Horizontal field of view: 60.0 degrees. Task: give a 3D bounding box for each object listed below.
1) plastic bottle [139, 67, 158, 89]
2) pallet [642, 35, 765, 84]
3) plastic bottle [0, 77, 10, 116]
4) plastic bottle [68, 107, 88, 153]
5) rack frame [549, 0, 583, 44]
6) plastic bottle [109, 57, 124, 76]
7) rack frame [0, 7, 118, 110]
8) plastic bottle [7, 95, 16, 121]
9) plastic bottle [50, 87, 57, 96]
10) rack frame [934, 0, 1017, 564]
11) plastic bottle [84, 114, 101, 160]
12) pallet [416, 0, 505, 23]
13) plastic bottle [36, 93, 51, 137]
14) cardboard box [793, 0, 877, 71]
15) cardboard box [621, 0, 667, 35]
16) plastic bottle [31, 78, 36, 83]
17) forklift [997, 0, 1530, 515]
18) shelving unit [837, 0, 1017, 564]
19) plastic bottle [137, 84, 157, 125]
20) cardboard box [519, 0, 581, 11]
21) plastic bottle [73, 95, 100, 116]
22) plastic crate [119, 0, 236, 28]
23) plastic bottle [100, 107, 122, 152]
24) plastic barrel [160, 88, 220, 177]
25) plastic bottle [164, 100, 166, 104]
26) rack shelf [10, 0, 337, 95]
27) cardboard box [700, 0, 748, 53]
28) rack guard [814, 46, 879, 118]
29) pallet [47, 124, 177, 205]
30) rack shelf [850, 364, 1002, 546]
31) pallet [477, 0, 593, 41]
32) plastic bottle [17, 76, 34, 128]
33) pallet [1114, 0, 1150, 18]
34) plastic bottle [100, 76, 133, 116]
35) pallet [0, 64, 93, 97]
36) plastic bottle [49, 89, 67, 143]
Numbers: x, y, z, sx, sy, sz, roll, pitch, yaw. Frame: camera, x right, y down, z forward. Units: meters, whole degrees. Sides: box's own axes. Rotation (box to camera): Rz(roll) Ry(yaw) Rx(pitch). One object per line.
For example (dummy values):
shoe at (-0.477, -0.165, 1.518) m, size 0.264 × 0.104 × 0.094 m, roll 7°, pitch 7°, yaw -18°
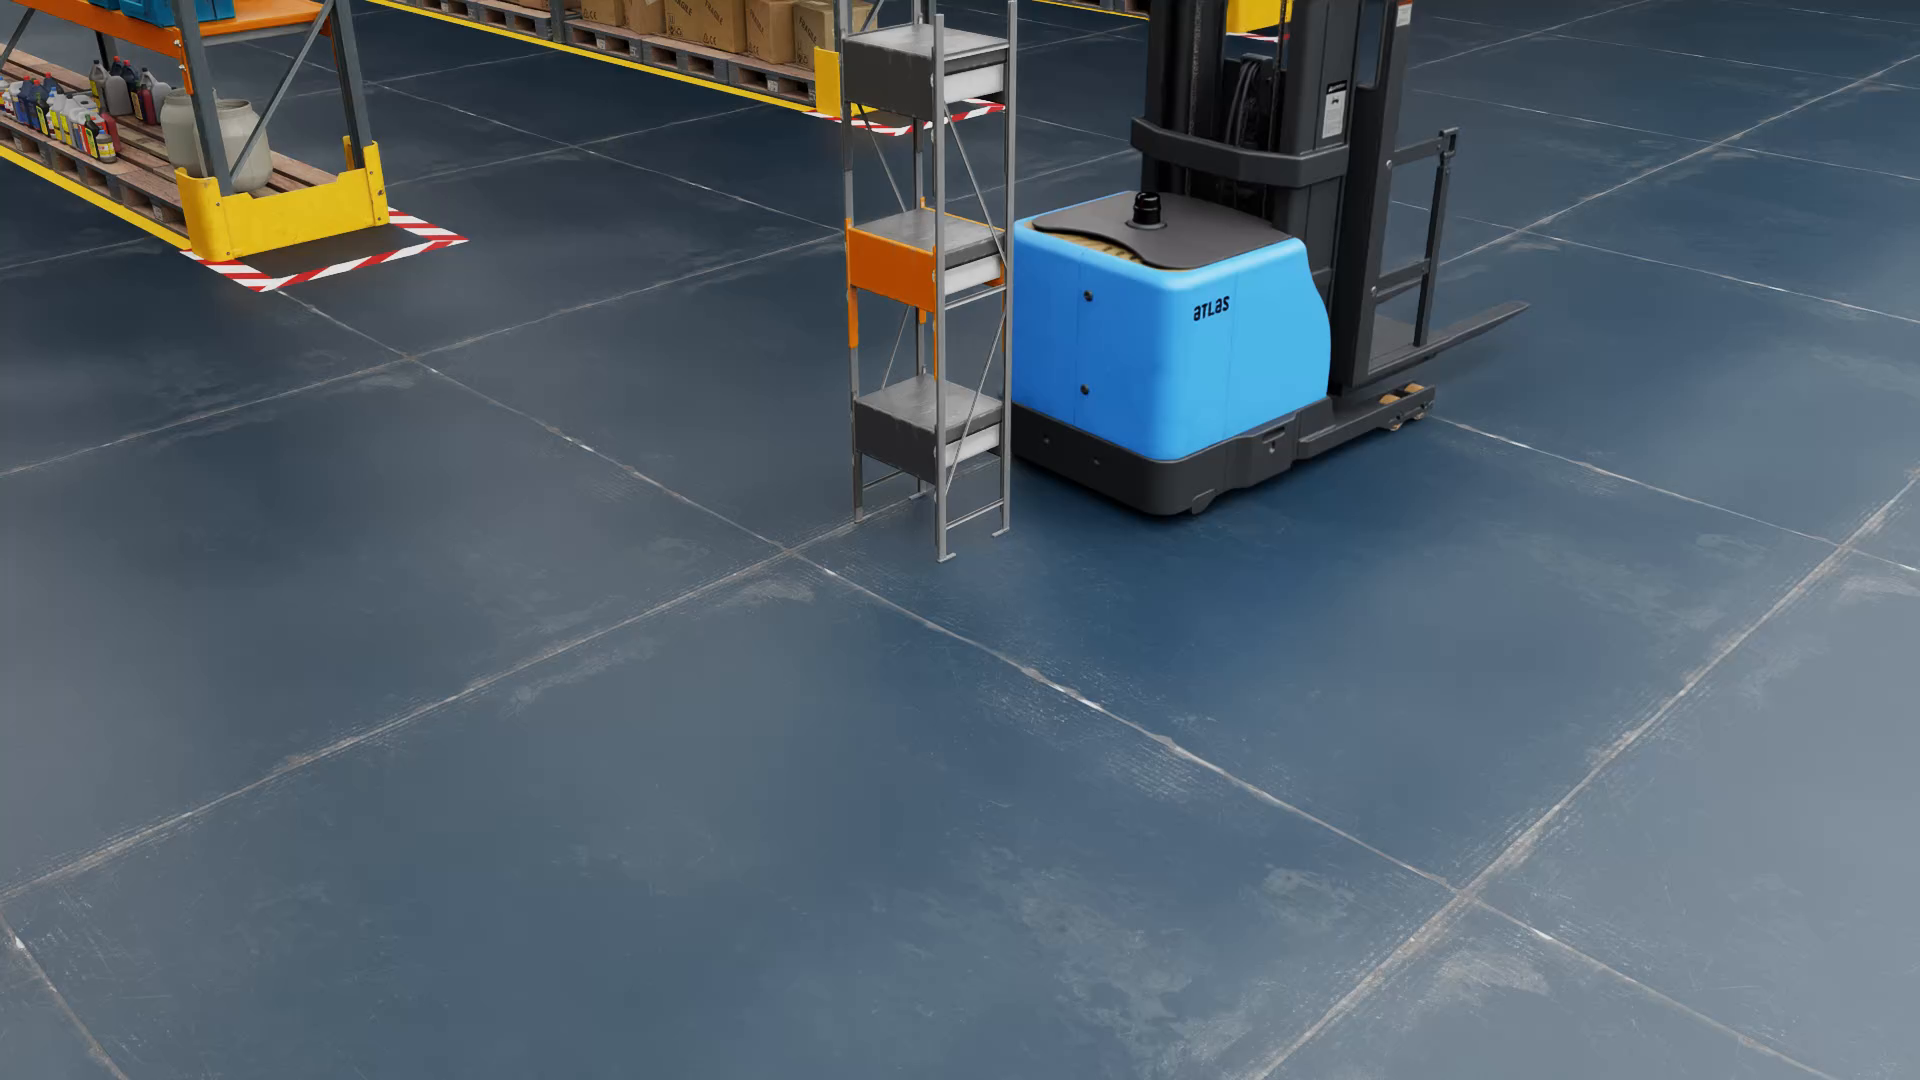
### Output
plastic bottle at (-5.880, -3.253, 12.087) m, size 0.185 × 0.351 × 0.144 m, roll 24°, pitch 36°, yaw 38°
pallet at (-2.058, -4.317, 14.734) m, size 1.213 × 0.211 × 1.003 m, roll 25°, pitch 36°, yaw 38°
plastic bottle at (-6.988, -3.251, 12.169) m, size 0.097 × 0.271 × 0.097 m, roll 0°, pitch 28°, yaw 0°
plastic bottle at (-5.932, -2.788, 11.283) m, size 0.135 × 0.276 × 0.152 m, roll 23°, pitch 36°, yaw 37°
rack frame at (-3.436, -6.157, 15.237) m, size 0.127 × 3.000 × 1.000 m, roll 25°, pitch 36°, yaw 38°
plastic bottle at (-6.247, -3.421, 12.407) m, size 0.185 × 0.351 × 0.144 m, roll 23°, pitch 36°, yaw 37°
rack frame at (-6.908, -4.513, 12.111) m, size 0.127 × 3.000 × 1.000 m, roll 25°, pitch 36°, yaw 38°
plastic bottle at (-6.843, -3.154, 12.059) m, size 0.097 × 0.201 × 0.097 m, roll 0°, pitch 28°, yaw 0°
plastic bottle at (-6.436, -3.092, 11.867) m, size 0.097 × 0.271 × 0.097 m, roll 0°, pitch 28°, yaw 0°
rack frame at (0.056, -0.904, 6.213) m, size 0.015 × 2.100 × 0.400 m, roll 25°, pitch 36°, yaw 38°
plastic bottle at (-5.769, -2.687, 11.082) m, size 0.061 × 0.283 × 0.133 m, roll -24°, pitch 36°, yaw -38°
pallet at (-4.866, -5.575, 17.125) m, size 1.213 × 0.211 × 1.003 m, roll 25°, pitch 36°, yaw 38°
plastic bottle at (-6.400, -2.975, 11.632) m, size 0.061 × 0.283 × 0.133 m, roll -23°, pitch 36°, yaw -37°
cardboard box at (-1.017, -4.141, 13.636) m, size 0.500 × 0.500 × 0.500 m, roll -18°, pitch 33°, yaw -30°
cardboard box at (-2.765, -4.908, 15.096) m, size 0.500 × 0.500 × 0.500 m, roll -13°, pitch 31°, yaw -24°
plastic bottle at (-6.664, -3.196, 12.050) m, size 0.133 × 0.283 × 0.061 m, roll 25°, pitch 36°, yaw 38°
forklift at (1.597, -1.965, 7.338) m, size 3.031 × 2.935 × 1.130 m, roll -23°, pitch 35°, yaw -36°
shelving unit at (-0.118, -0.983, 6.364) m, size 0.503 × 2.100 × 0.431 m, roll 25°, pitch 36°, yaw 38°
plastic bottle at (-5.841, -3.133, 11.932) m, size 0.133 × 0.283 × 0.061 m, roll 25°, pitch 36°, yaw 38°
cardboard box at (-3.859, -5.453, 16.110) m, size 0.500 × 0.500 × 0.700 m, roll 21°, pitch 34°, yaw 35°
plastic bottle at (-6.100, -2.959, 11.607) m, size 0.135 × 0.276 × 0.152 m, roll 25°, pitch 36°, yaw 38°
plastic crate at (-4.623, -3.206, 9.785) m, size 0.616 × 0.251 × 0.499 m, roll 25°, pitch 36°, yaw 38°
plastic bottle at (-5.759, -2.781, 11.262) m, size 0.133 × 0.283 × 0.061 m, roll 25°, pitch 36°, yaw 38°
plastic barrel at (-4.936, -2.646, 10.781) m, size 0.421 × 0.512 × 0.421 m, roll 0°, pitch 28°, yaw 0°
plastic bottle at (-5.663, -3.103, 11.963) m, size 0.097 × 0.201 × 0.097 m, roll 0°, pitch 28°, yaw 0°
rack shelf at (-5.482, -3.542, 11.037) m, size 4.000 × 0.370 × 1.077 m, roll 25°, pitch 36°, yaw 38°
cardboard box at (-1.900, -4.535, 14.386) m, size 0.500 × 0.500 × 0.500 m, roll -21°, pitch 34°, yaw -35°
rack guard at (-0.638, -3.770, 13.383) m, size 0.348 × 0.500 × 1.175 m, roll 25°, pitch 36°, yaw 38°
pallet at (-5.584, -2.648, 11.559) m, size 1.213 × 0.211 × 1.003 m, roll 25°, pitch 36°, yaw 38°
rack shelf at (-0.118, -0.352, 6.696) m, size 0.480 × 0.518 × 0.431 m, roll 25°, pitch 36°, yaw 38°
pallet at (-3.992, -5.176, 16.368) m, size 1.213 × 0.211 × 1.003 m, roll 25°, pitch 36°, yaw 38°
plastic bottle at (-6.624, -3.135, 11.862) m, size 0.144 × 0.351 × 0.185 m, roll -24°, pitch 36°, yaw -38°
pallet at (2.341, -5.466, 16.918) m, size 1.213 × 0.211 × 1.003 m, roll 25°, pitch 36°, yaw 38°
plastic bottle at (-6.196, -3.268, 12.196) m, size 0.135 × 0.276 × 0.152 m, roll 25°, pitch 36°, yaw 38°
pallet at (-7.495, -3.523, 13.222) m, size 1.213 × 0.211 × 1.003 m, roll 25°, pitch 36°, yaw 38°
plastic bottle at (-6.186, -2.934, 11.481) m, size 0.185 × 0.351 × 0.144 m, roll 24°, pitch 36°, yaw 38°
